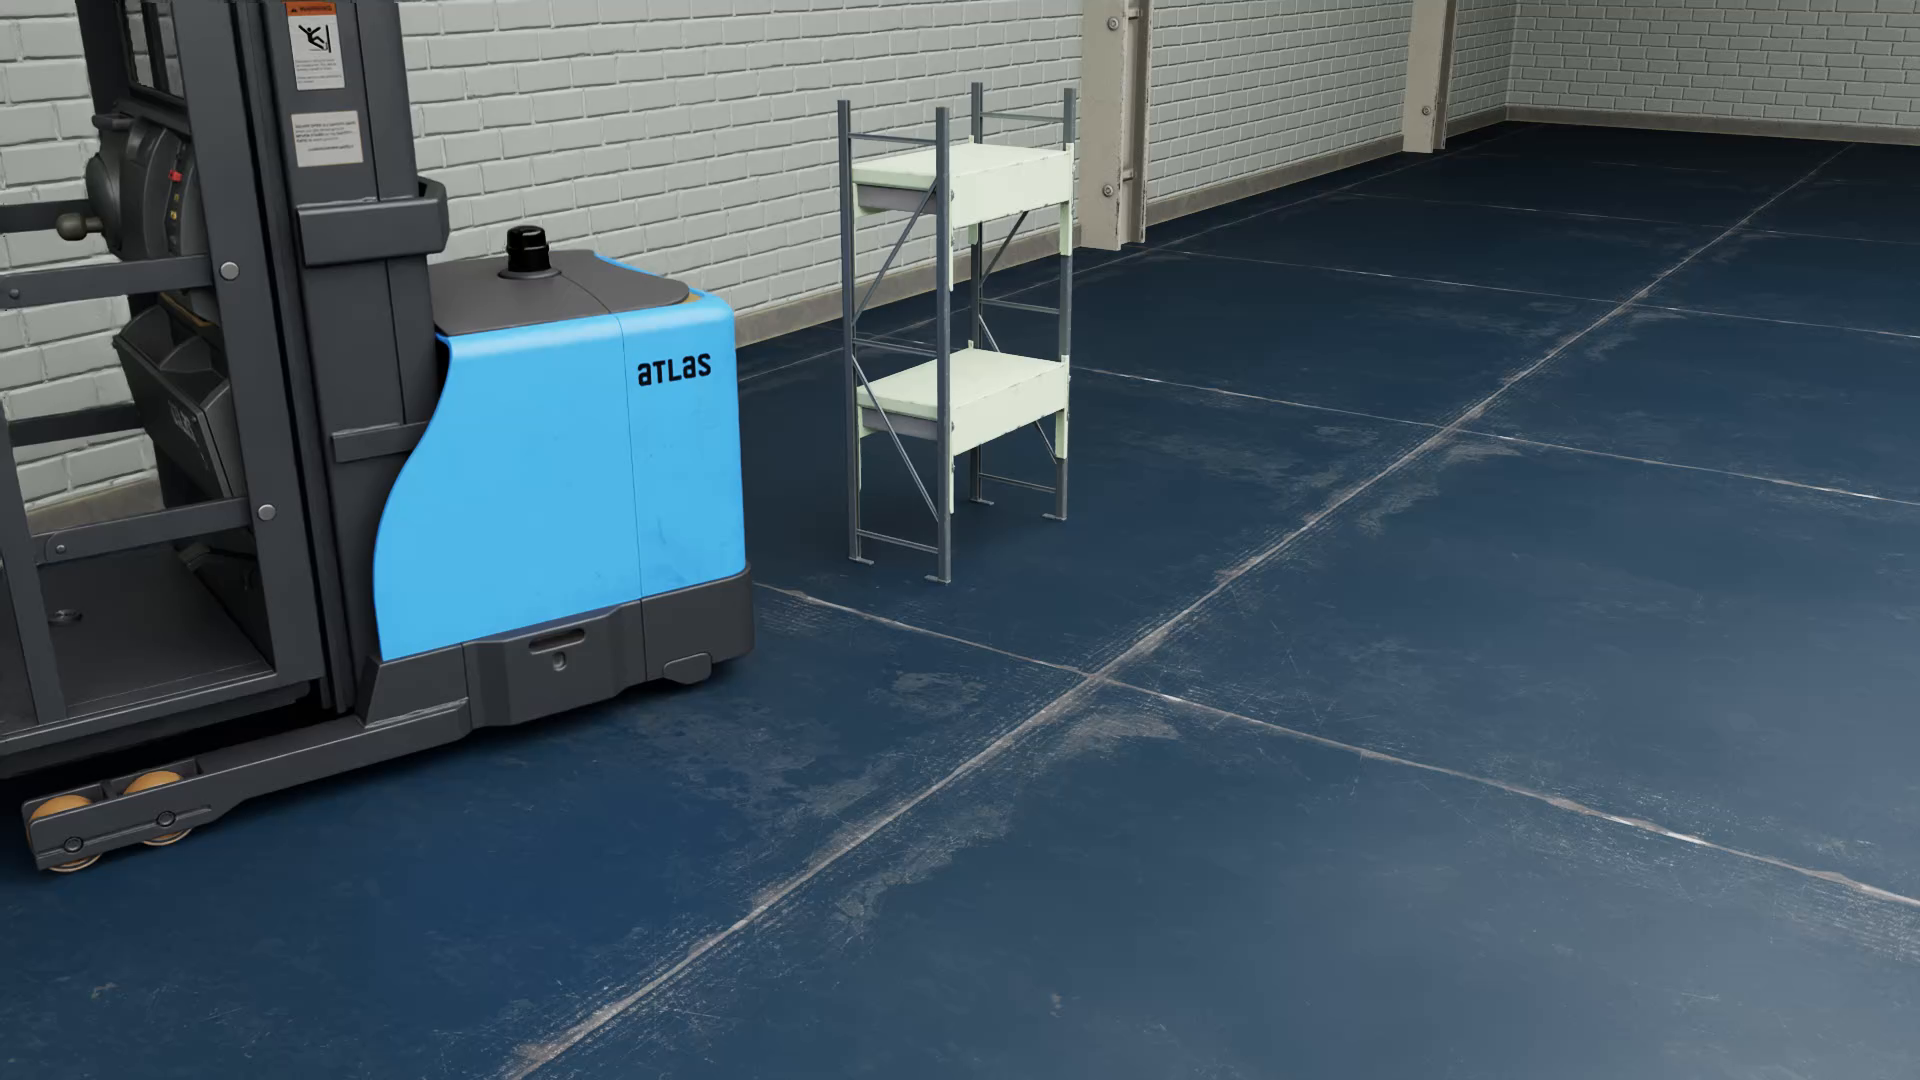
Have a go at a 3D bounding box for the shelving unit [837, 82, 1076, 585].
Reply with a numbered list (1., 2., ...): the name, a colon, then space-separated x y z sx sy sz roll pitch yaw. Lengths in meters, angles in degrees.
1. shelving unit: 0.004 -0.705 5.510 0.431 1.500 0.755 13 24 32

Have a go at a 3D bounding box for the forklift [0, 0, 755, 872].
1. forklift: -2.077 -0.836 3.799 3.031 2.935 1.130 -14 25 -34

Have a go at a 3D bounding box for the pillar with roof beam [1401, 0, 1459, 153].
1. pillar with roof beam: 7.943 -7.083 11.944 9.100 9.000 0.400 13 24 32

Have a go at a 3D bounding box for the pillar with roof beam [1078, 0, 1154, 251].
1. pillar with roof beam: 4.570 -5.362 7.290 9.100 9.000 0.400 13 24 32

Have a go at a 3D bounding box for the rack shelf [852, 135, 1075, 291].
1. rack shelf: 0.004 -1.071 5.375 0.431 0.370 0.720 13 24 32

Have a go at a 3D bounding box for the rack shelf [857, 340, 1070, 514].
1. rack shelf: 0.004 -0.400 5.623 0.431 0.370 0.720 13 24 32

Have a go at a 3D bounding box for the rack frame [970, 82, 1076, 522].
1. rack frame: 0.209 -0.810 5.794 0.400 1.500 0.023 13 24 32

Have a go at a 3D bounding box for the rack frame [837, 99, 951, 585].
1. rack frame: -0.202 -0.600 5.226 0.400 1.500 0.023 13 24 32
